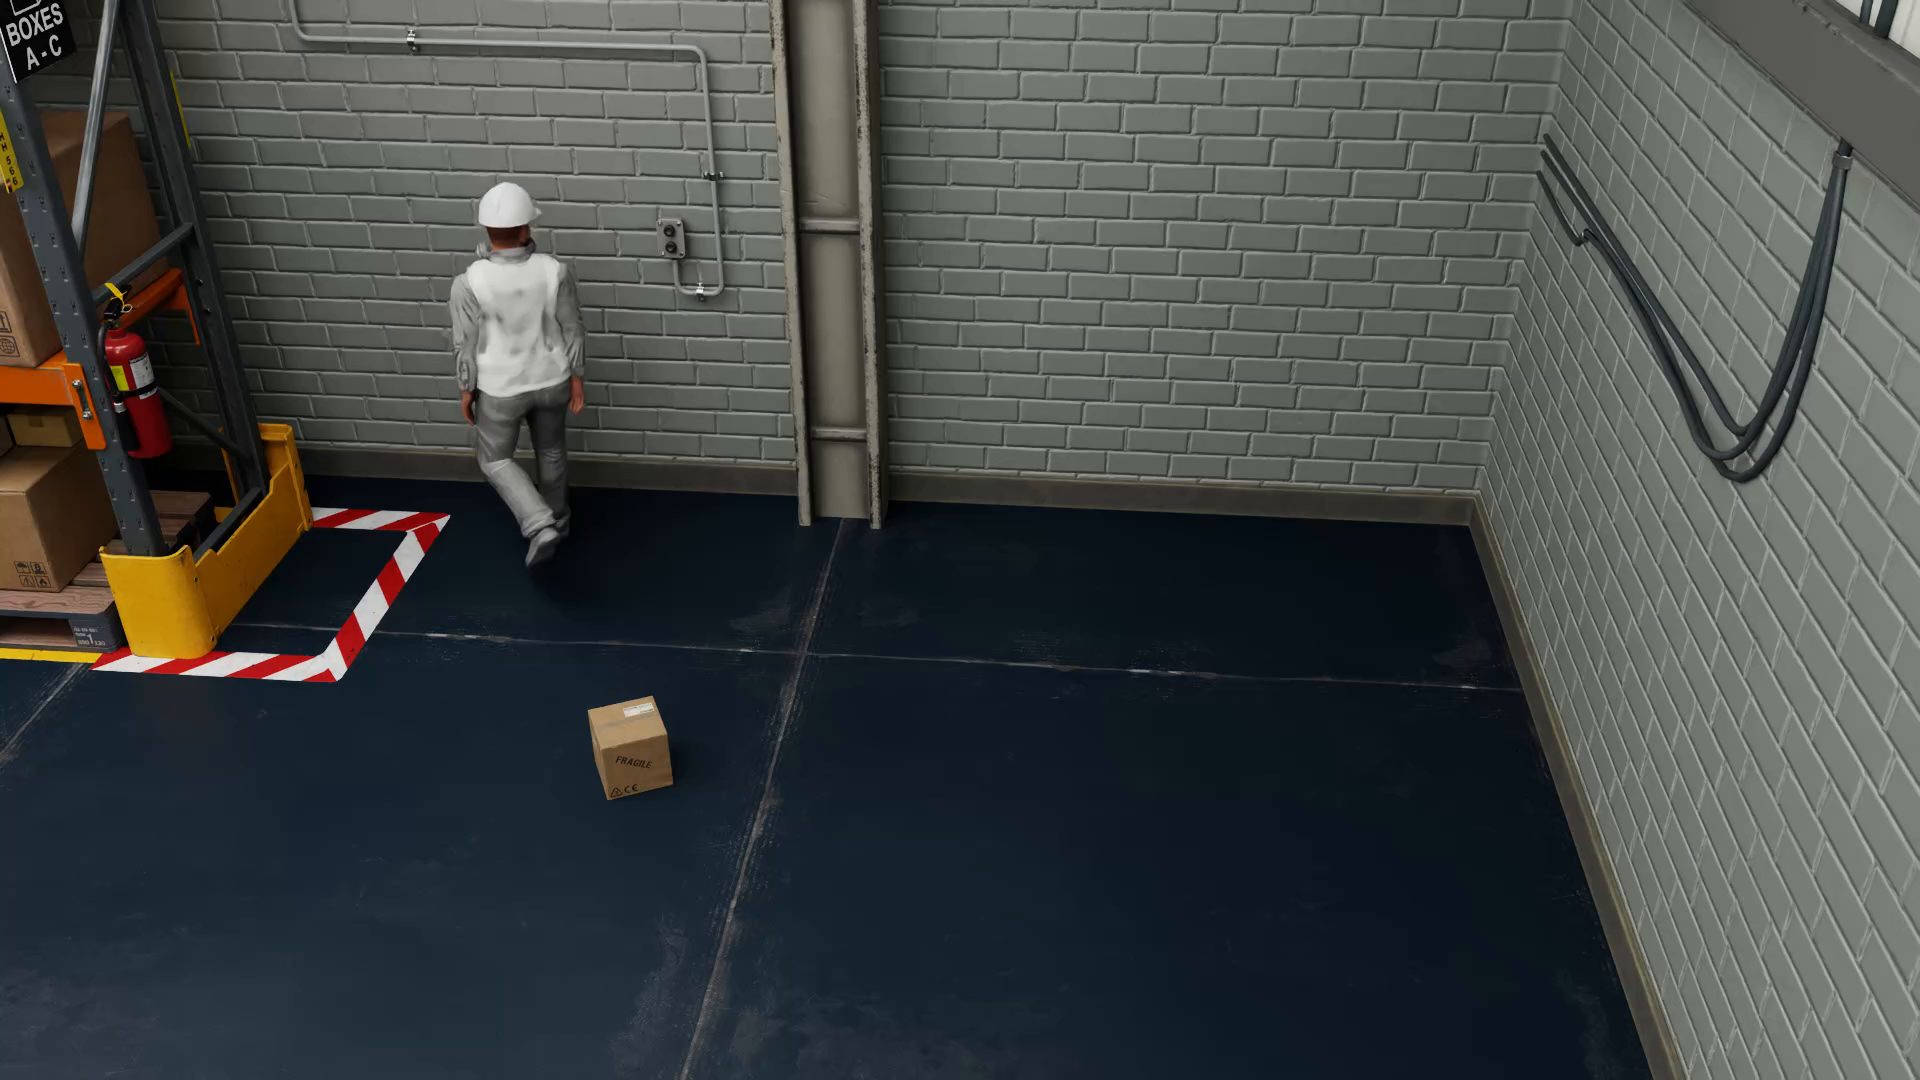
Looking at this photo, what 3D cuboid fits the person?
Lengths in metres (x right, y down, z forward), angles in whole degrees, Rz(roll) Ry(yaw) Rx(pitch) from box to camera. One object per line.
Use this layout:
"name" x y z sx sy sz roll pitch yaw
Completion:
"person" -1.894 -0.695 7.218 0.550 1.754 0.740 -17 36 -25
